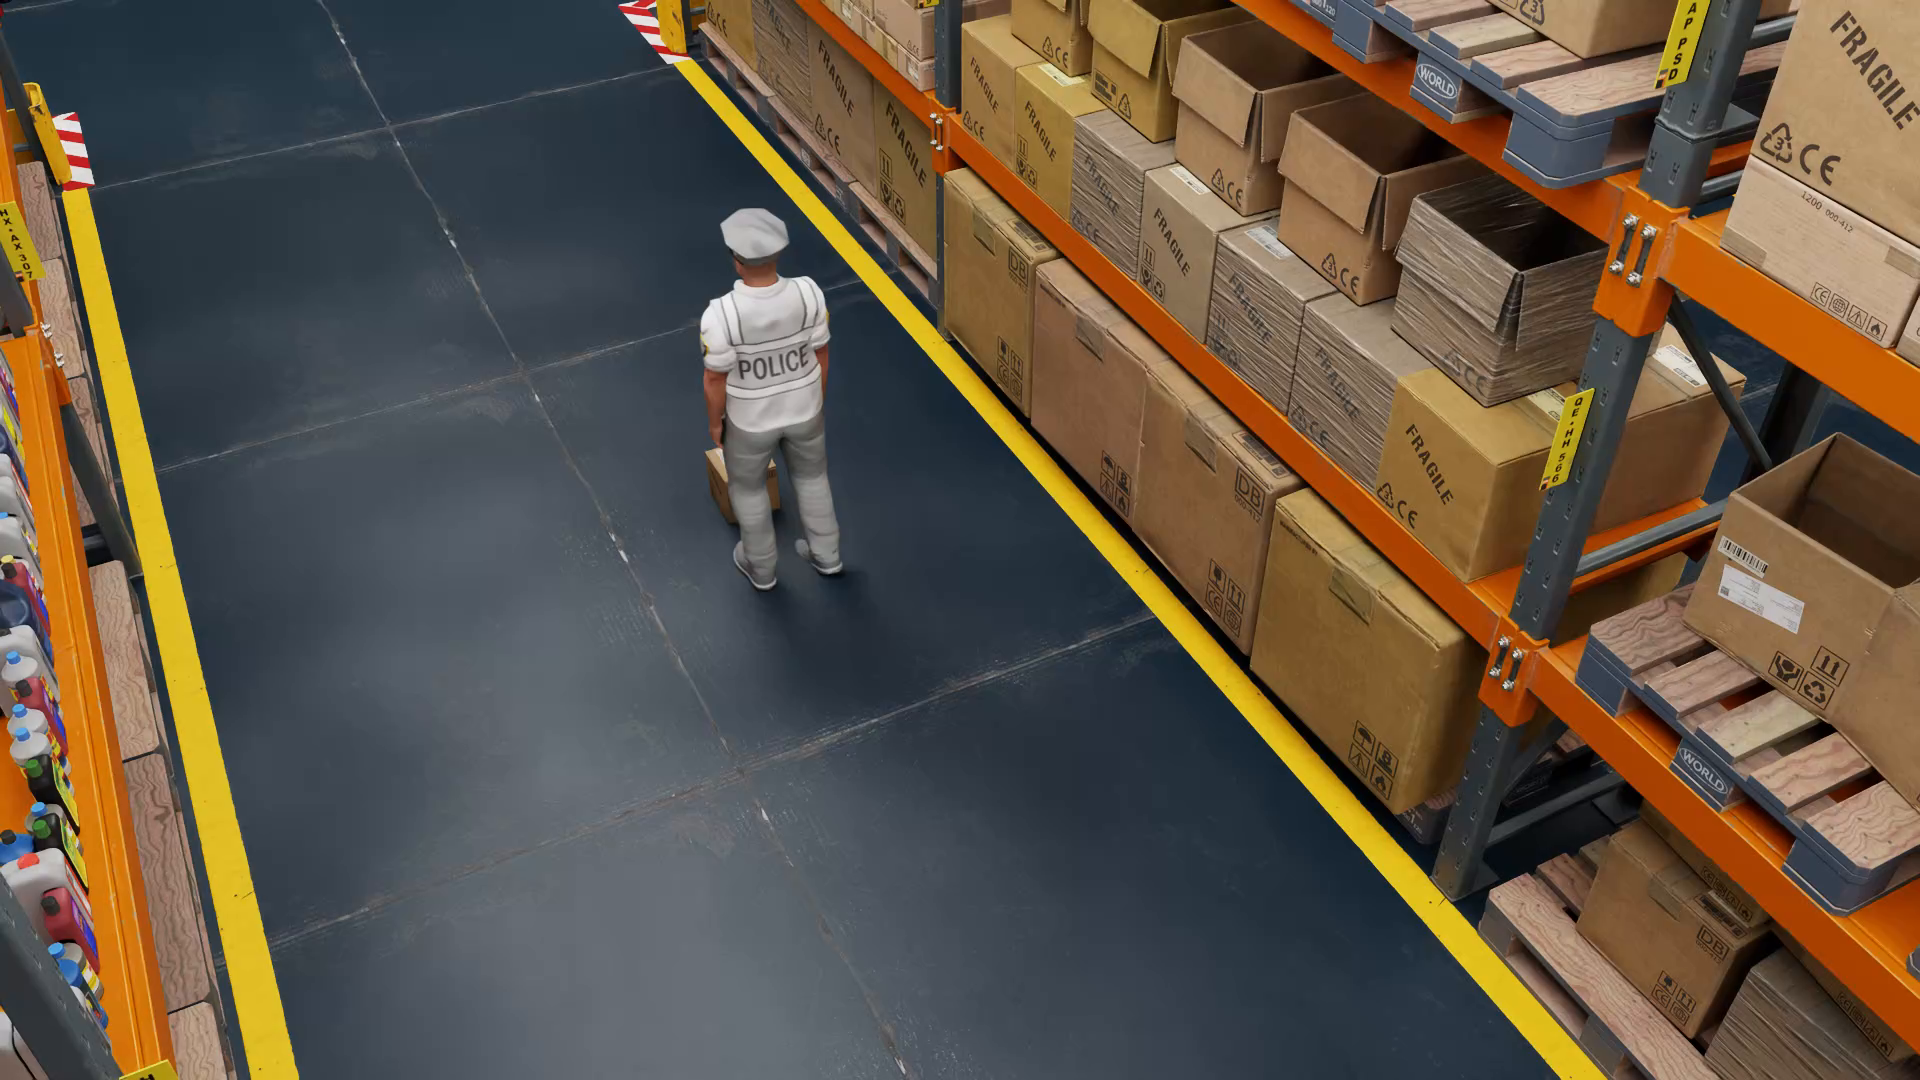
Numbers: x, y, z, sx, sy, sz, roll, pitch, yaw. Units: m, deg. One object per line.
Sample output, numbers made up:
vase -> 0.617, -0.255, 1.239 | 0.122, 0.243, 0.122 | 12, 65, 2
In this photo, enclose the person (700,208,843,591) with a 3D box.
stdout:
person -> -0.787, -0.535, 6.790 | 0.528, 1.799, 0.391 | -18, 44, -19
